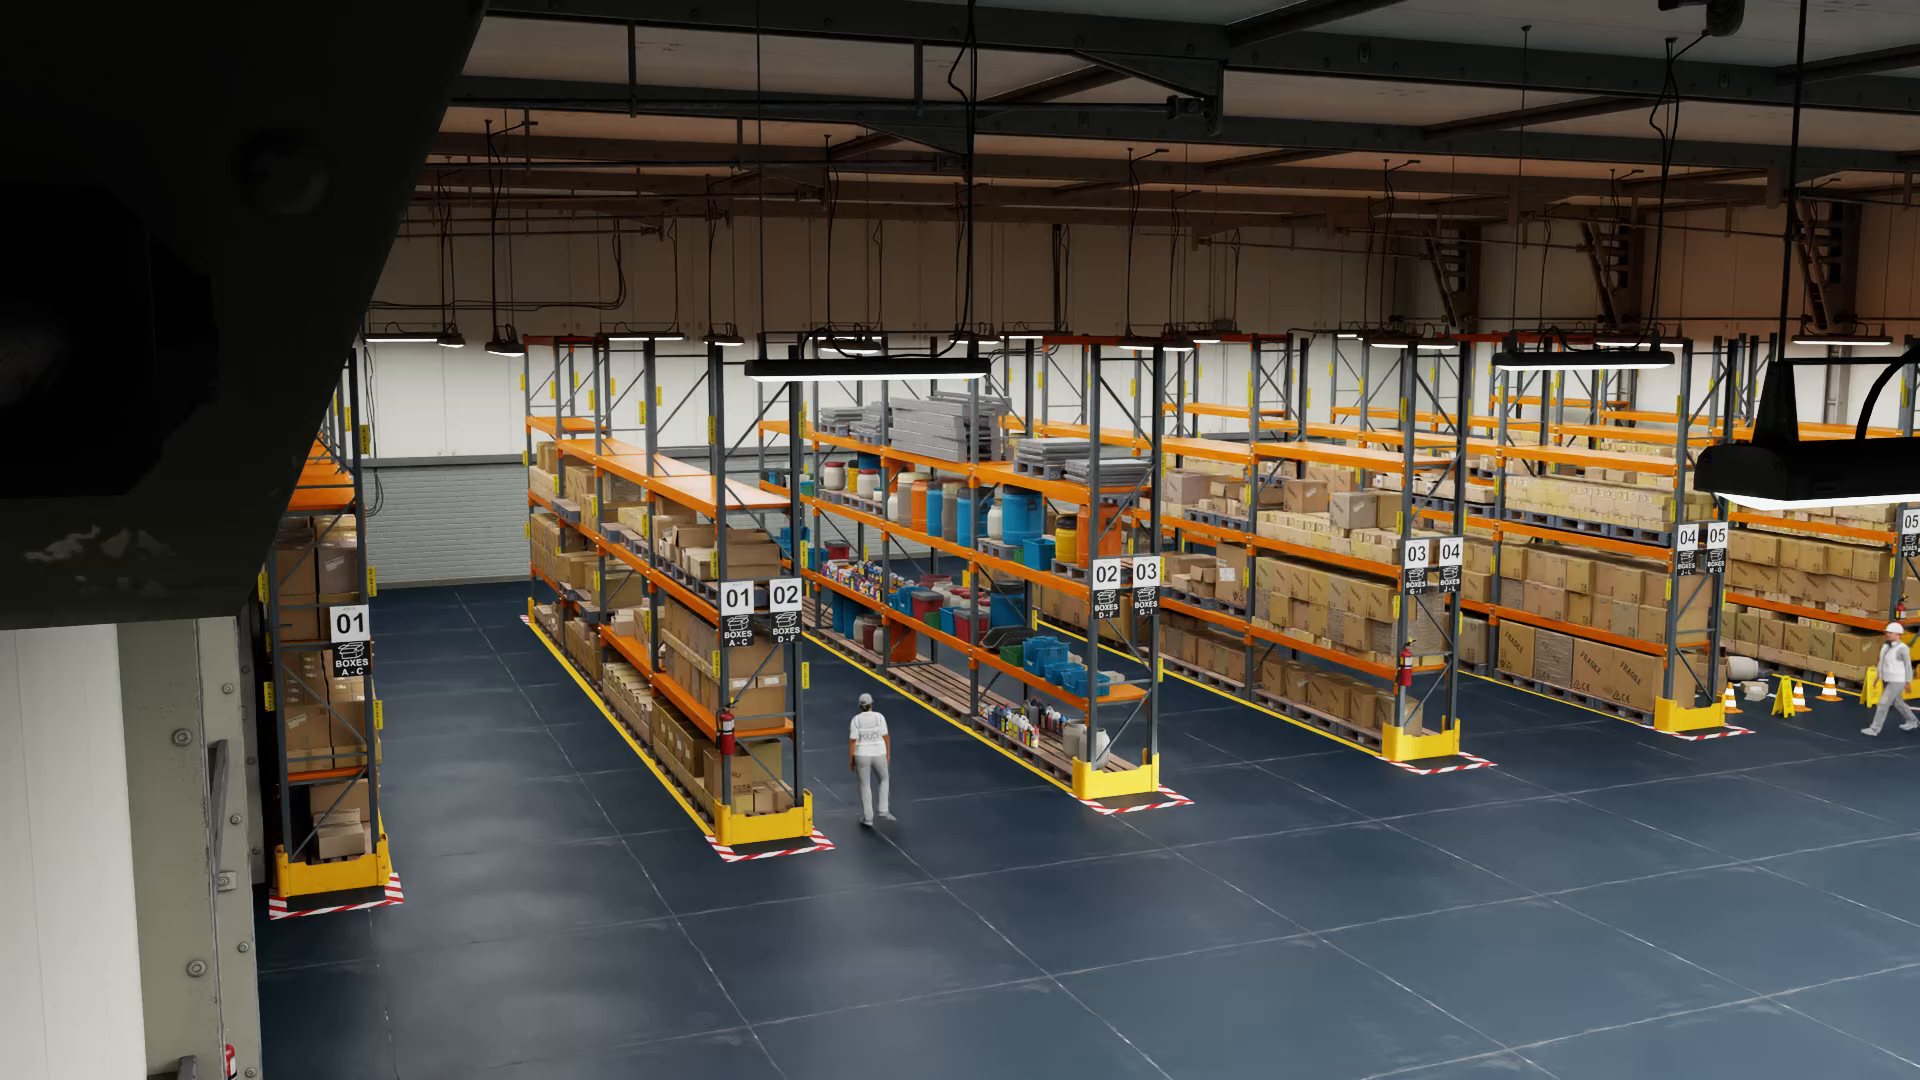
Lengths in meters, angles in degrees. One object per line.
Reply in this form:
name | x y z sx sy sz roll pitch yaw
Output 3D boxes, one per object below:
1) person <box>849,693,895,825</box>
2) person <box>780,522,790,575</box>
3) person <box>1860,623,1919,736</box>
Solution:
person | -1.102 2.739 20.869 0.573 1.652 0.448 -1 8 -8
person | -3.963 0.061 40.982 1.117 1.661 0.542 1 8 8
person | 14.193 2.116 25.308 1.070 1.726 0.546 -1 8 -7
